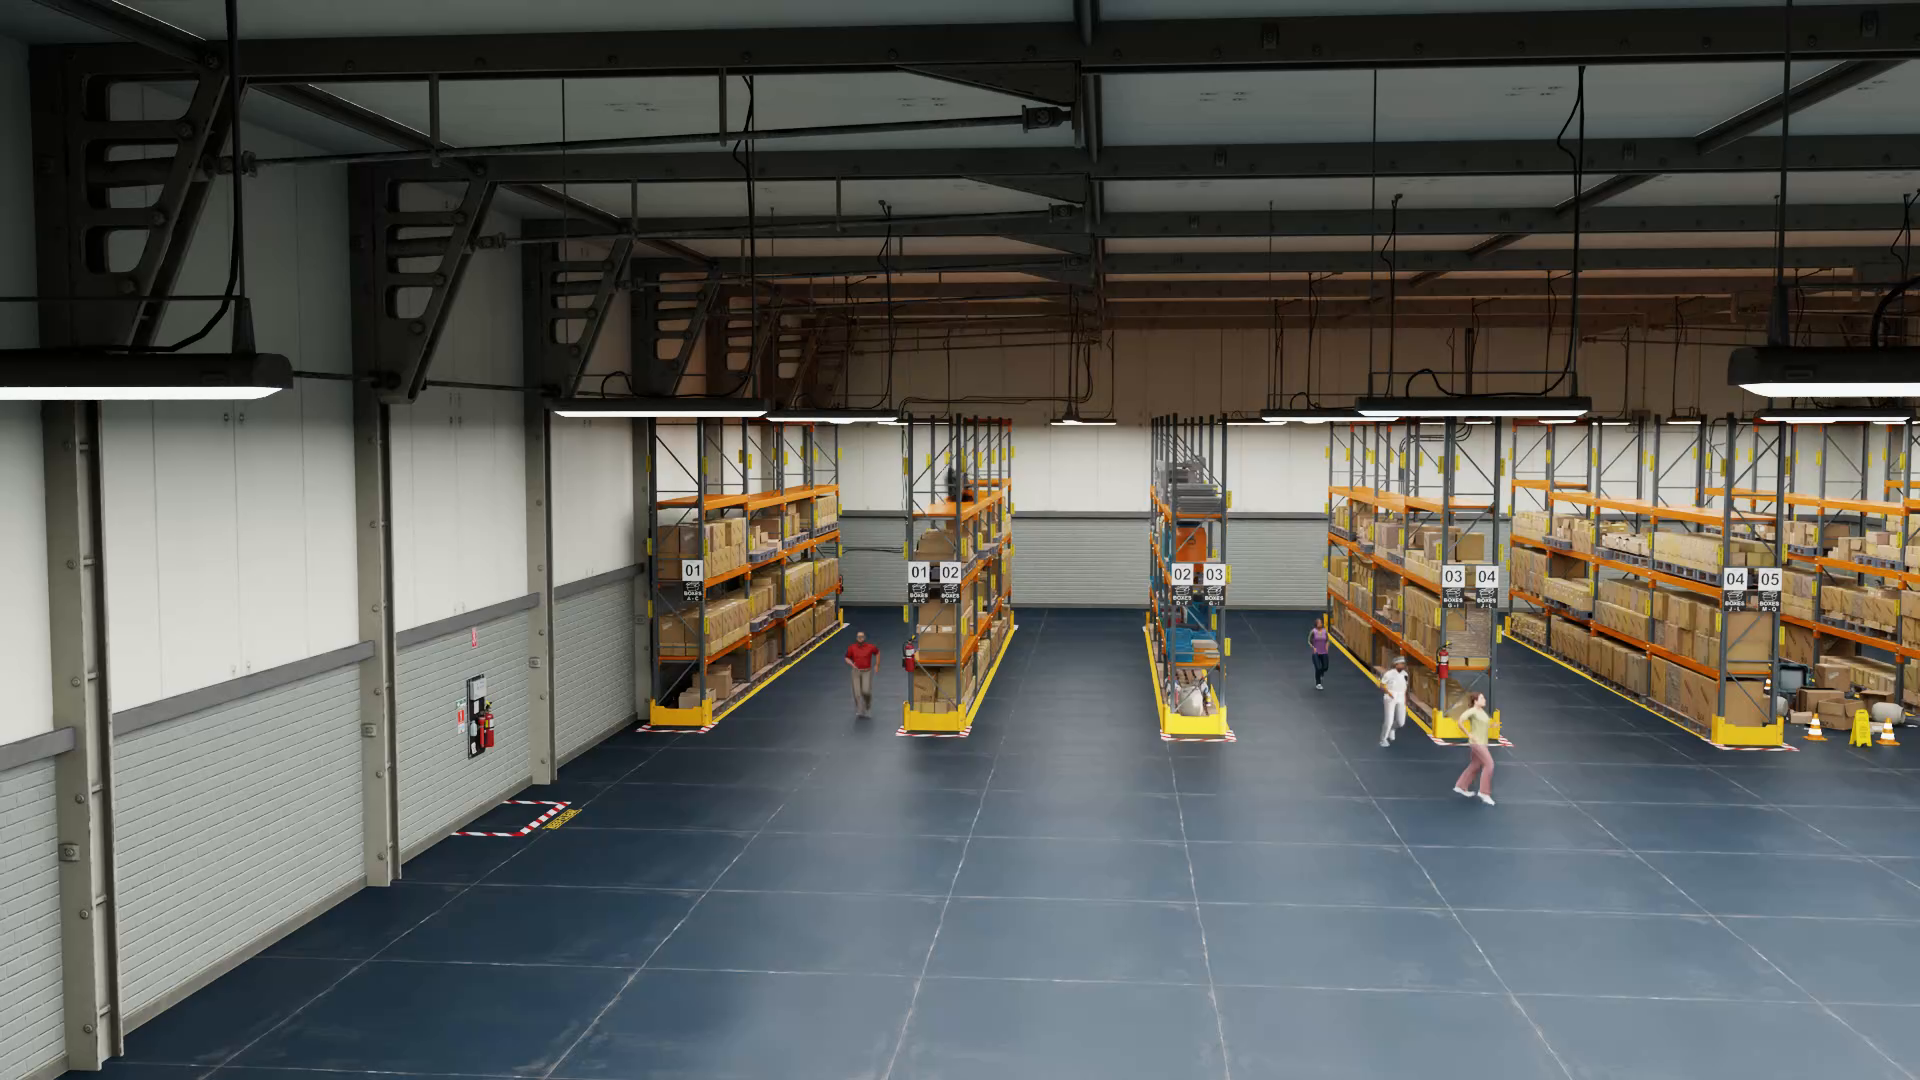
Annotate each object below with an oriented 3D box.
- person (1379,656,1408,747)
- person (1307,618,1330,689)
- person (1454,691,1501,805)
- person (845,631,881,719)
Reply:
[{"bbox_3d":[7.882,2.900,30.086,0.578,1.620,0.513,-1,4,-10],"label":"person"},{"bbox_3d":[7.877,2.491,36.455,0.512,1.554,0.530,0,4,-2],"label":"person"},{"bbox_3d":[7.920,3.170,25.488,0.690,1.723,0.560,2,5,31],"label":"person"},{"bbox_3d":[-1.928,2.681,32.780,0.693,1.755,0.702,0,4,2],"label":"person"}]
